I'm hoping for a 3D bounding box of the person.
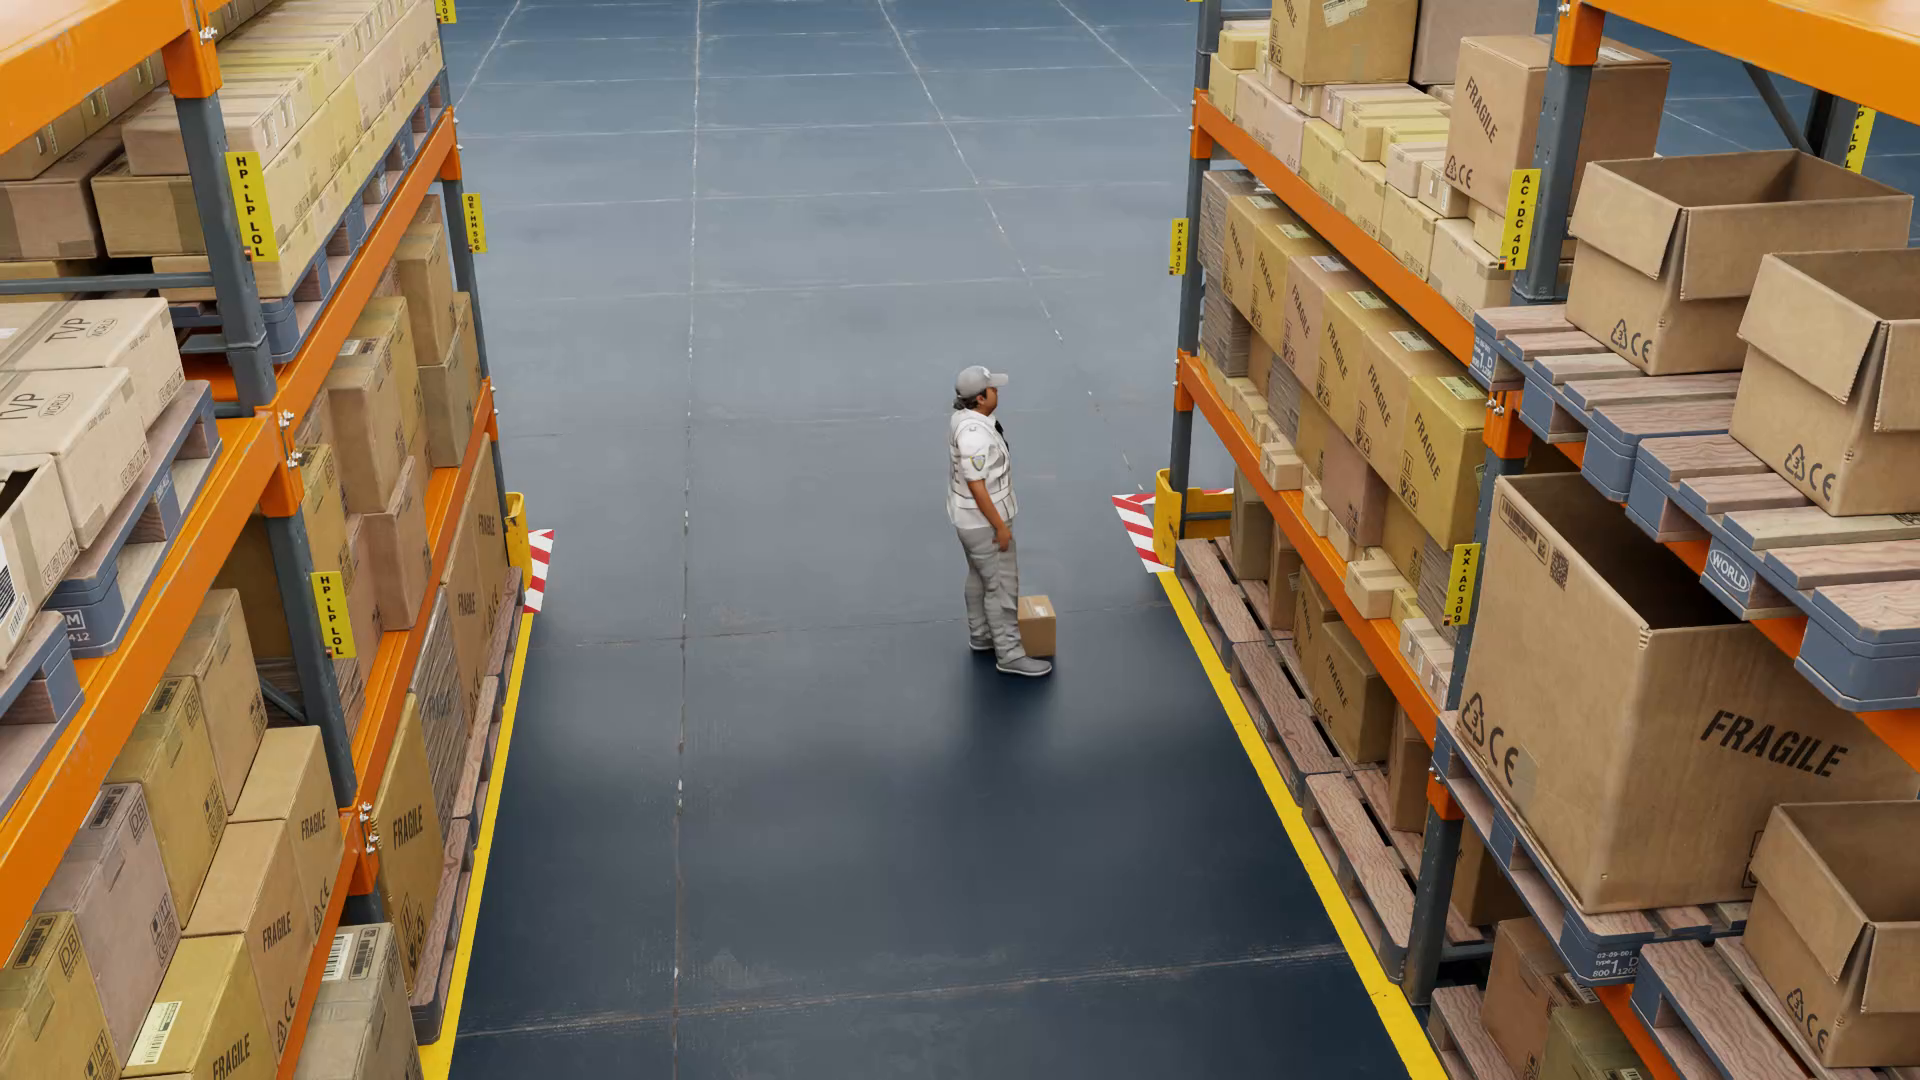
[{"bbox_3d":[0.204,-0.123,8.830,0.529,1.669,0.595,-4,28,-7],"label":"person"}]
